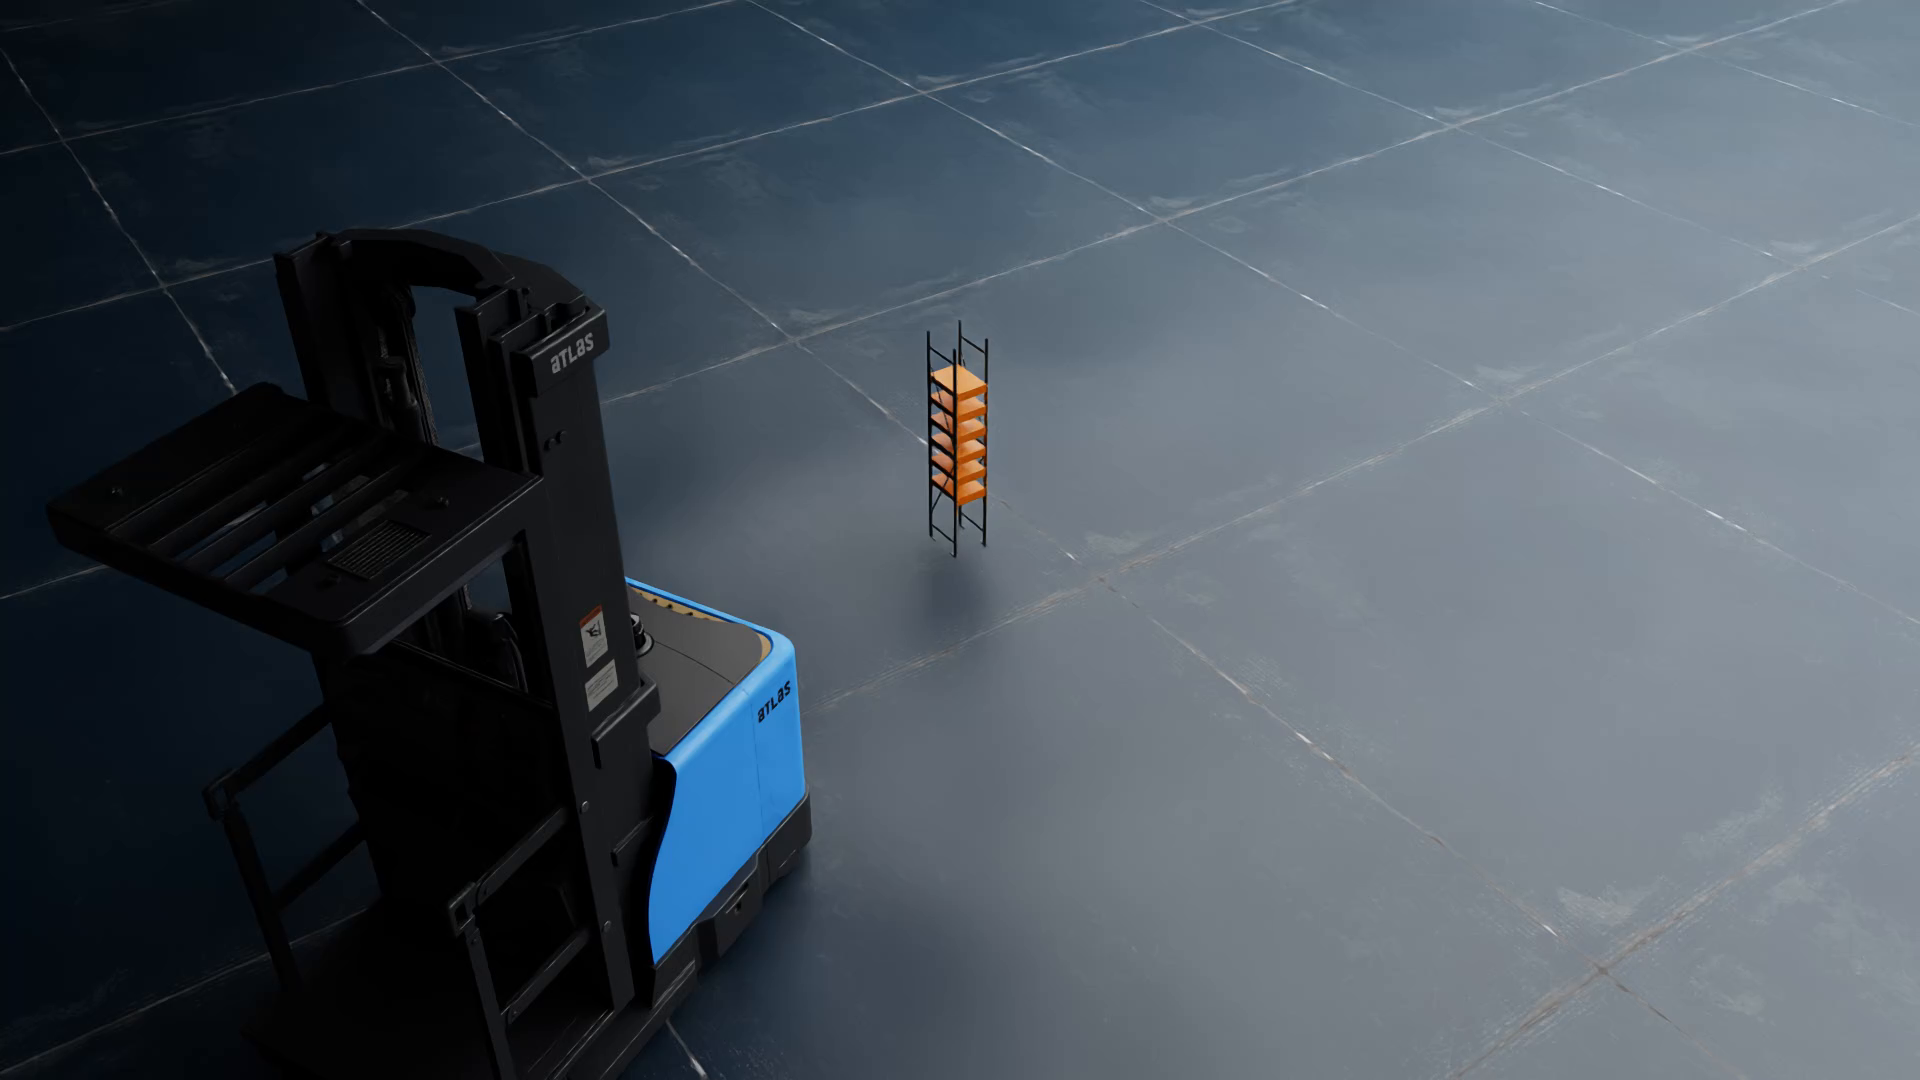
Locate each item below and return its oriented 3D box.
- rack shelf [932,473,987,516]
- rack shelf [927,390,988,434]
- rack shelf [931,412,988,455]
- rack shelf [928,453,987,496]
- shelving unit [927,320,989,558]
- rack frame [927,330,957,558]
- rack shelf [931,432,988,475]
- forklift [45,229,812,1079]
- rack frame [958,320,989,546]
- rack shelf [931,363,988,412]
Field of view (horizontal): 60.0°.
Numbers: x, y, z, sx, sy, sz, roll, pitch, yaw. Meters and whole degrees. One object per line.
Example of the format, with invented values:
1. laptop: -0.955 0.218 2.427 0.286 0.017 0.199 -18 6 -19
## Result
1. rack shelf: -0.012 -0.251 8.372 0.180 0.103 0.258 -22 41 -28
2. rack shelf: -0.012 -0.641 8.092 0.180 0.103 0.258 -22 41 -28
3. rack shelf: -0.012 -0.544 8.162 0.180 0.103 0.258 -22 41 -28
4. rack shelf: -0.012 -0.349 8.302 0.180 0.103 0.258 -22 41 -28
5. shelving unit: -0.012 -0.482 8.206 0.189 1.200 0.258 -22 41 -28
6. rack frame: -0.087 -0.451 8.163 0.006 1.200 0.240 -22 41 -28
7. rack shelf: -0.012 -0.446 8.232 0.180 0.103 0.258 -22 41 -28
8. forklift: -1.756 0.666 5.128 1.130 2.935 3.031 18 39 23
9. rack frame: 0.063 -0.513 8.249 0.006 1.200 0.240 -22 41 -28
10. rack shelf: -0.012 -0.738 8.022 0.180 0.103 0.258 -22 41 -28
